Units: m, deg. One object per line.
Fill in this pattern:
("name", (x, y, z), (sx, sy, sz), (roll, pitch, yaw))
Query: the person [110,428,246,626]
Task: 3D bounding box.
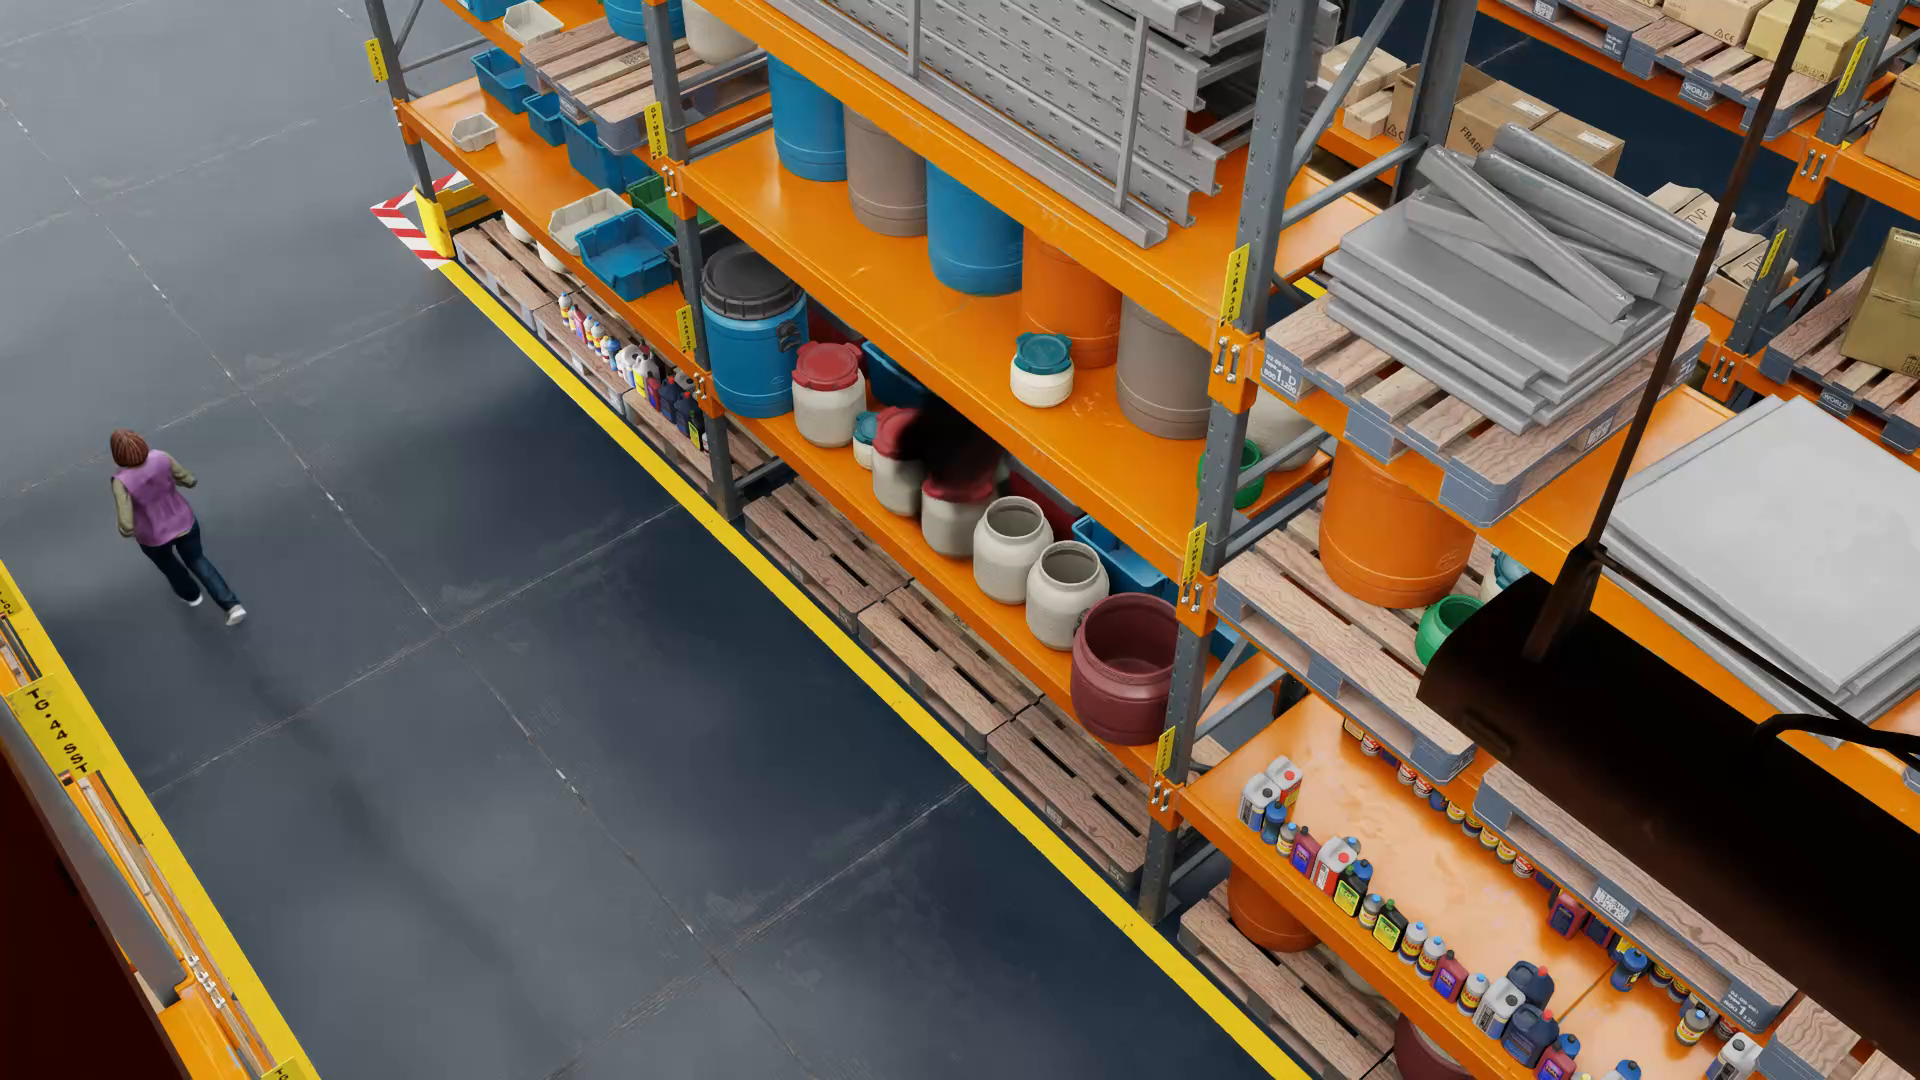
("person", (-4.663, -0.045, 9.812), (0.831, 1.587, 0.539), (33, 55, 27))
